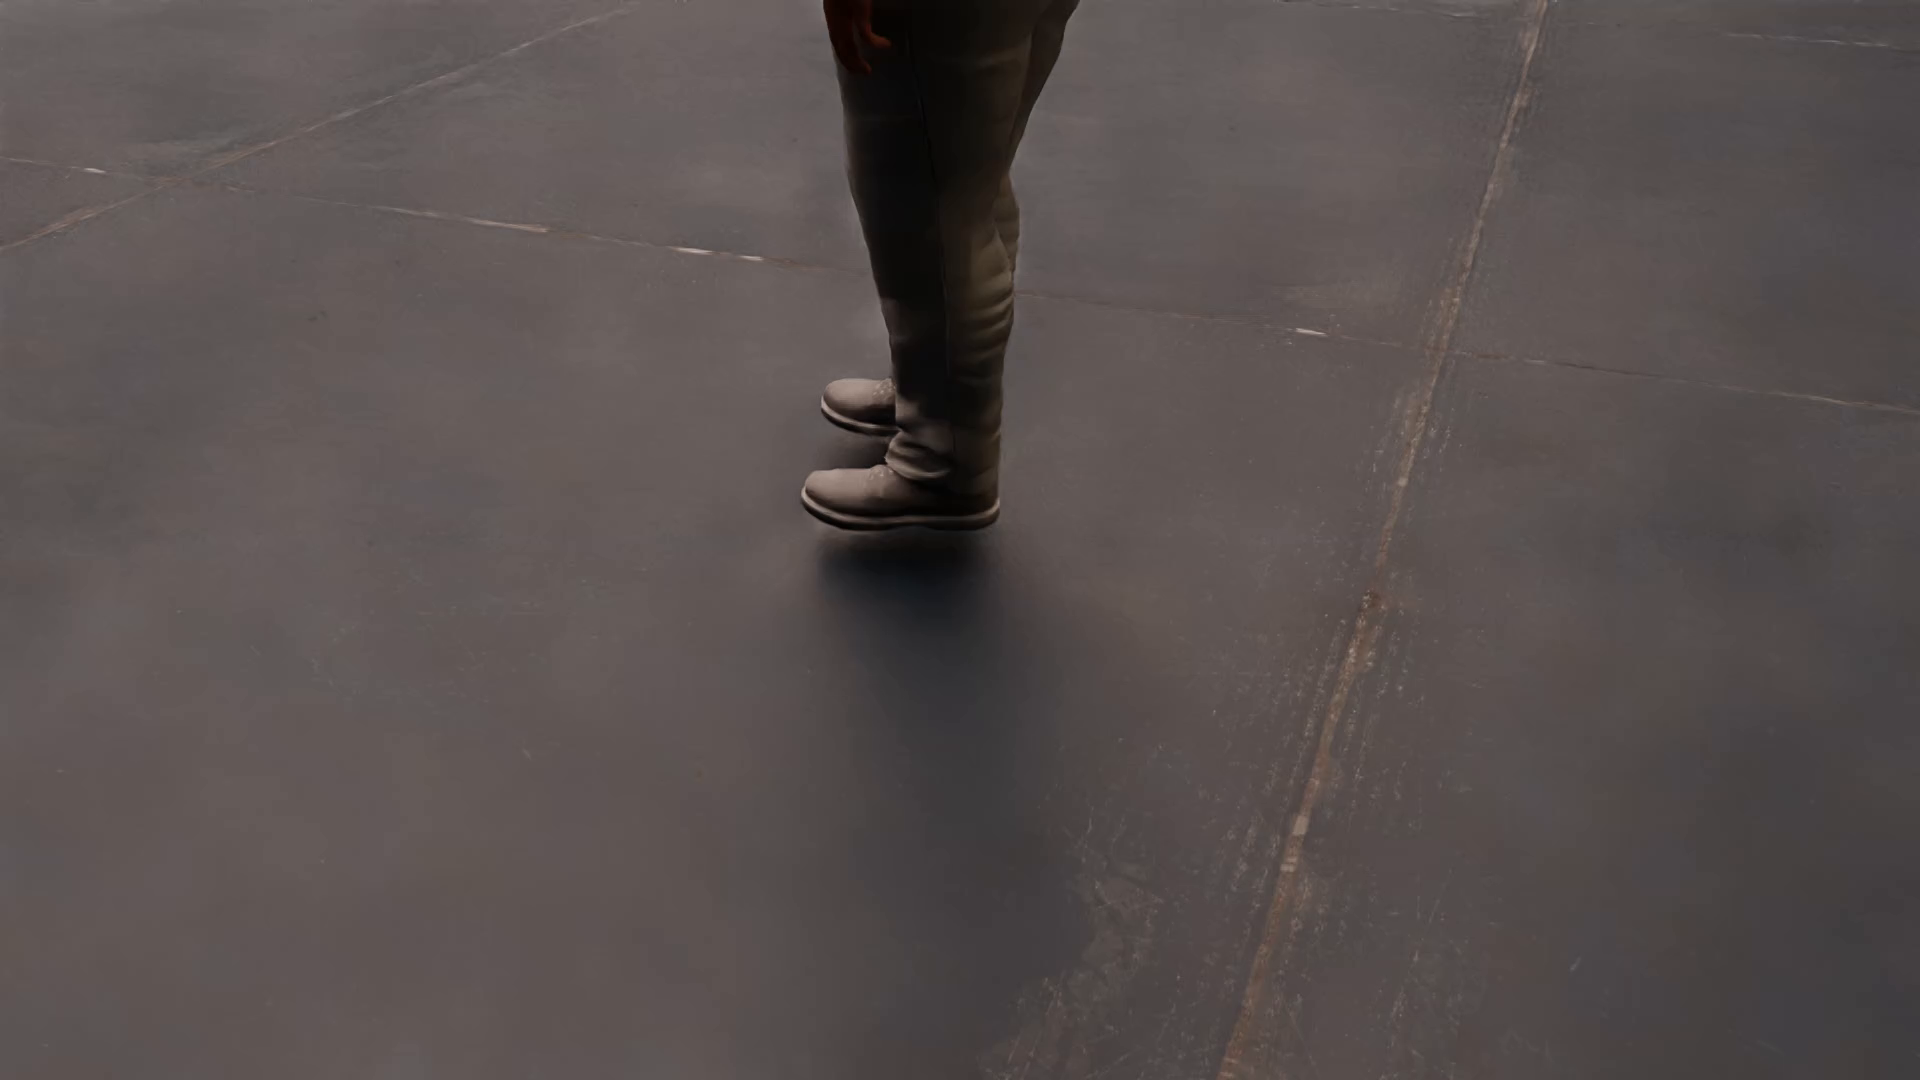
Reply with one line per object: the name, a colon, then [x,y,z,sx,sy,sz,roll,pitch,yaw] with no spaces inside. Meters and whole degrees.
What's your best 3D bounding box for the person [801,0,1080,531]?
person: [-0.064,-0.785,2.110,0.529,1.659,0.598,10,31,18]
